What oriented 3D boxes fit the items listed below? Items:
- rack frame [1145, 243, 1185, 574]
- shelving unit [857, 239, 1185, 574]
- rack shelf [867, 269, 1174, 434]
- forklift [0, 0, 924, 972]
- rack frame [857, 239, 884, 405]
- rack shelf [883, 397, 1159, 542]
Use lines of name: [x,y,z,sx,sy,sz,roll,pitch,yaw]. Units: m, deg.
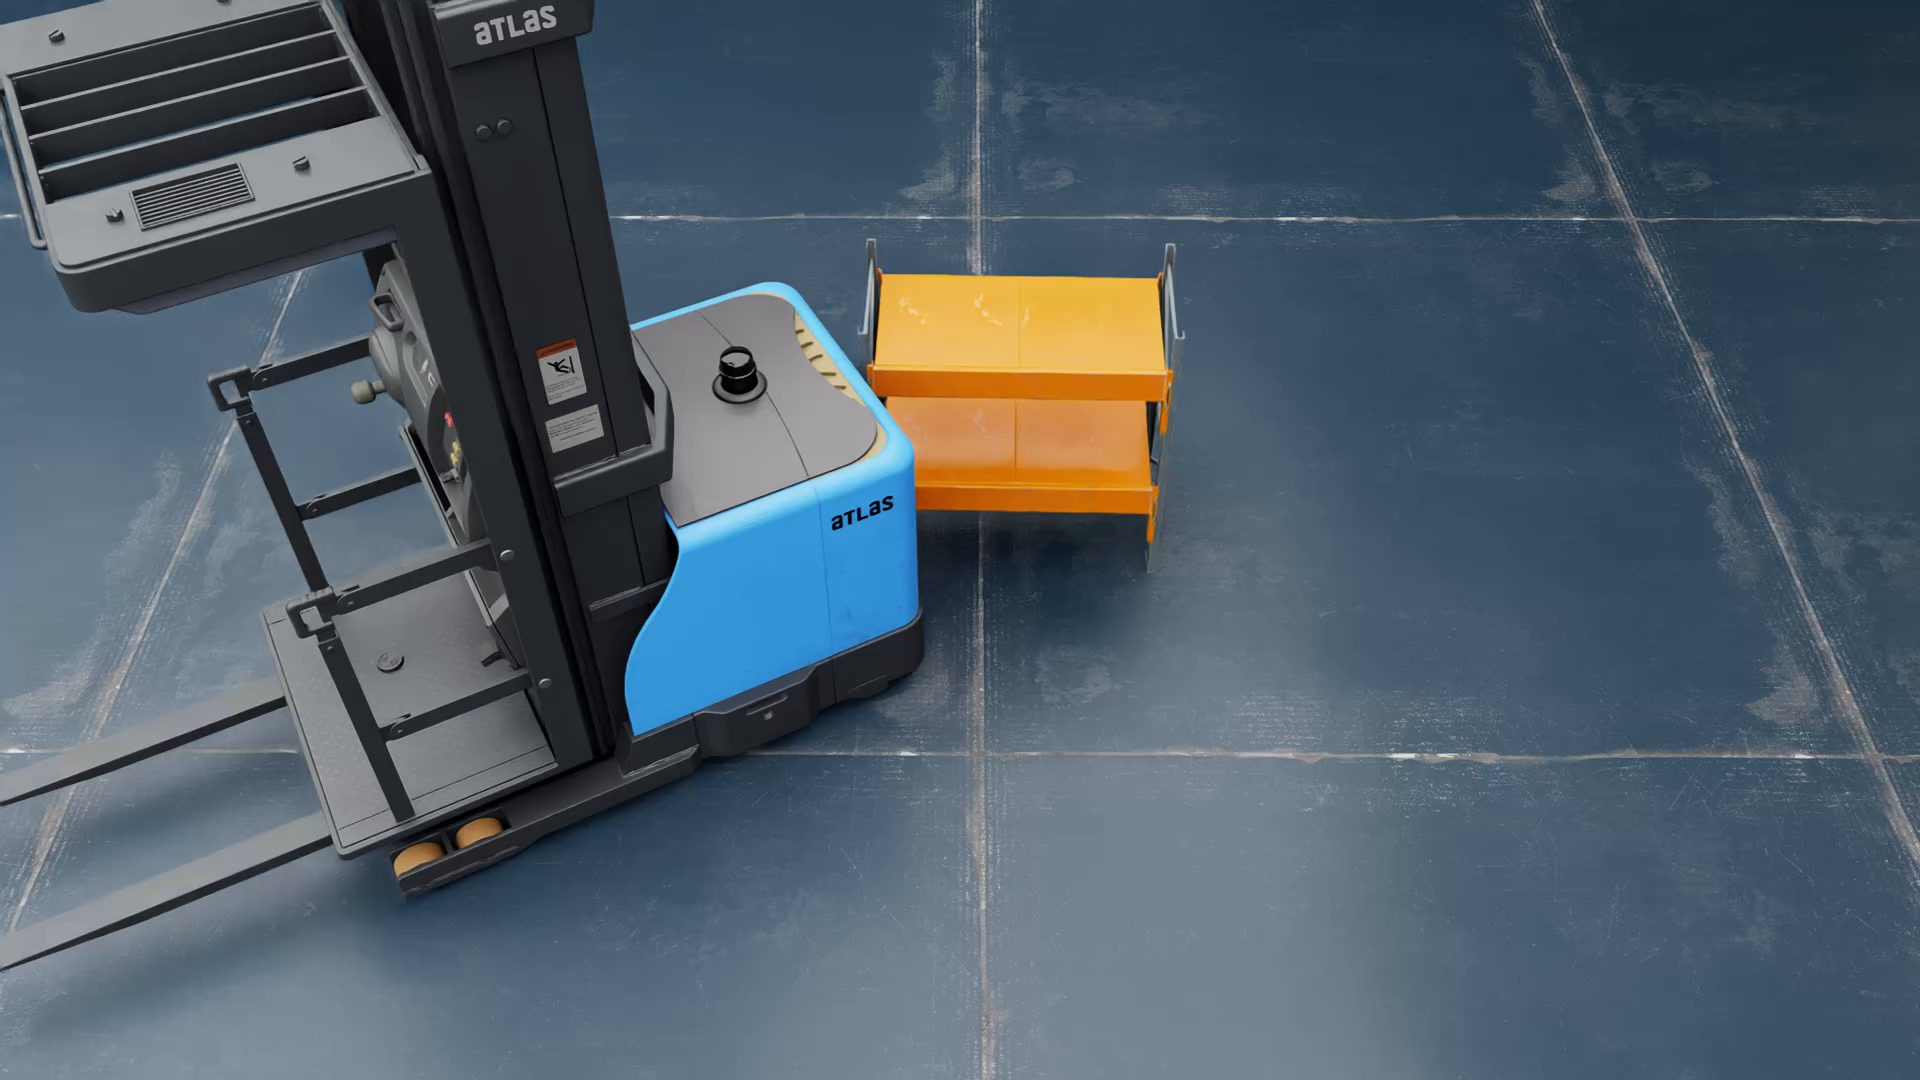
rack frame: [0.709,-0.441,5.892,0.032,1.125,0.500,1,47,1]
shelving unit: [0.201,-0.451,5.901,1.048,1.125,0.538,1,47,1]
rack shelf: [0.201,-0.650,5.687,1.000,0.278,0.538,1,47,1]
forklift: [-1.669,-0.338,4.562,3.031,2.935,1.130,-22,51,-19]
rack frame: [-0.307,-0.460,5.910,0.032,1.125,0.500,1,47,1]
rack shelf: [0.201,-0.284,6.080,1.000,0.278,0.538,1,47,1]
